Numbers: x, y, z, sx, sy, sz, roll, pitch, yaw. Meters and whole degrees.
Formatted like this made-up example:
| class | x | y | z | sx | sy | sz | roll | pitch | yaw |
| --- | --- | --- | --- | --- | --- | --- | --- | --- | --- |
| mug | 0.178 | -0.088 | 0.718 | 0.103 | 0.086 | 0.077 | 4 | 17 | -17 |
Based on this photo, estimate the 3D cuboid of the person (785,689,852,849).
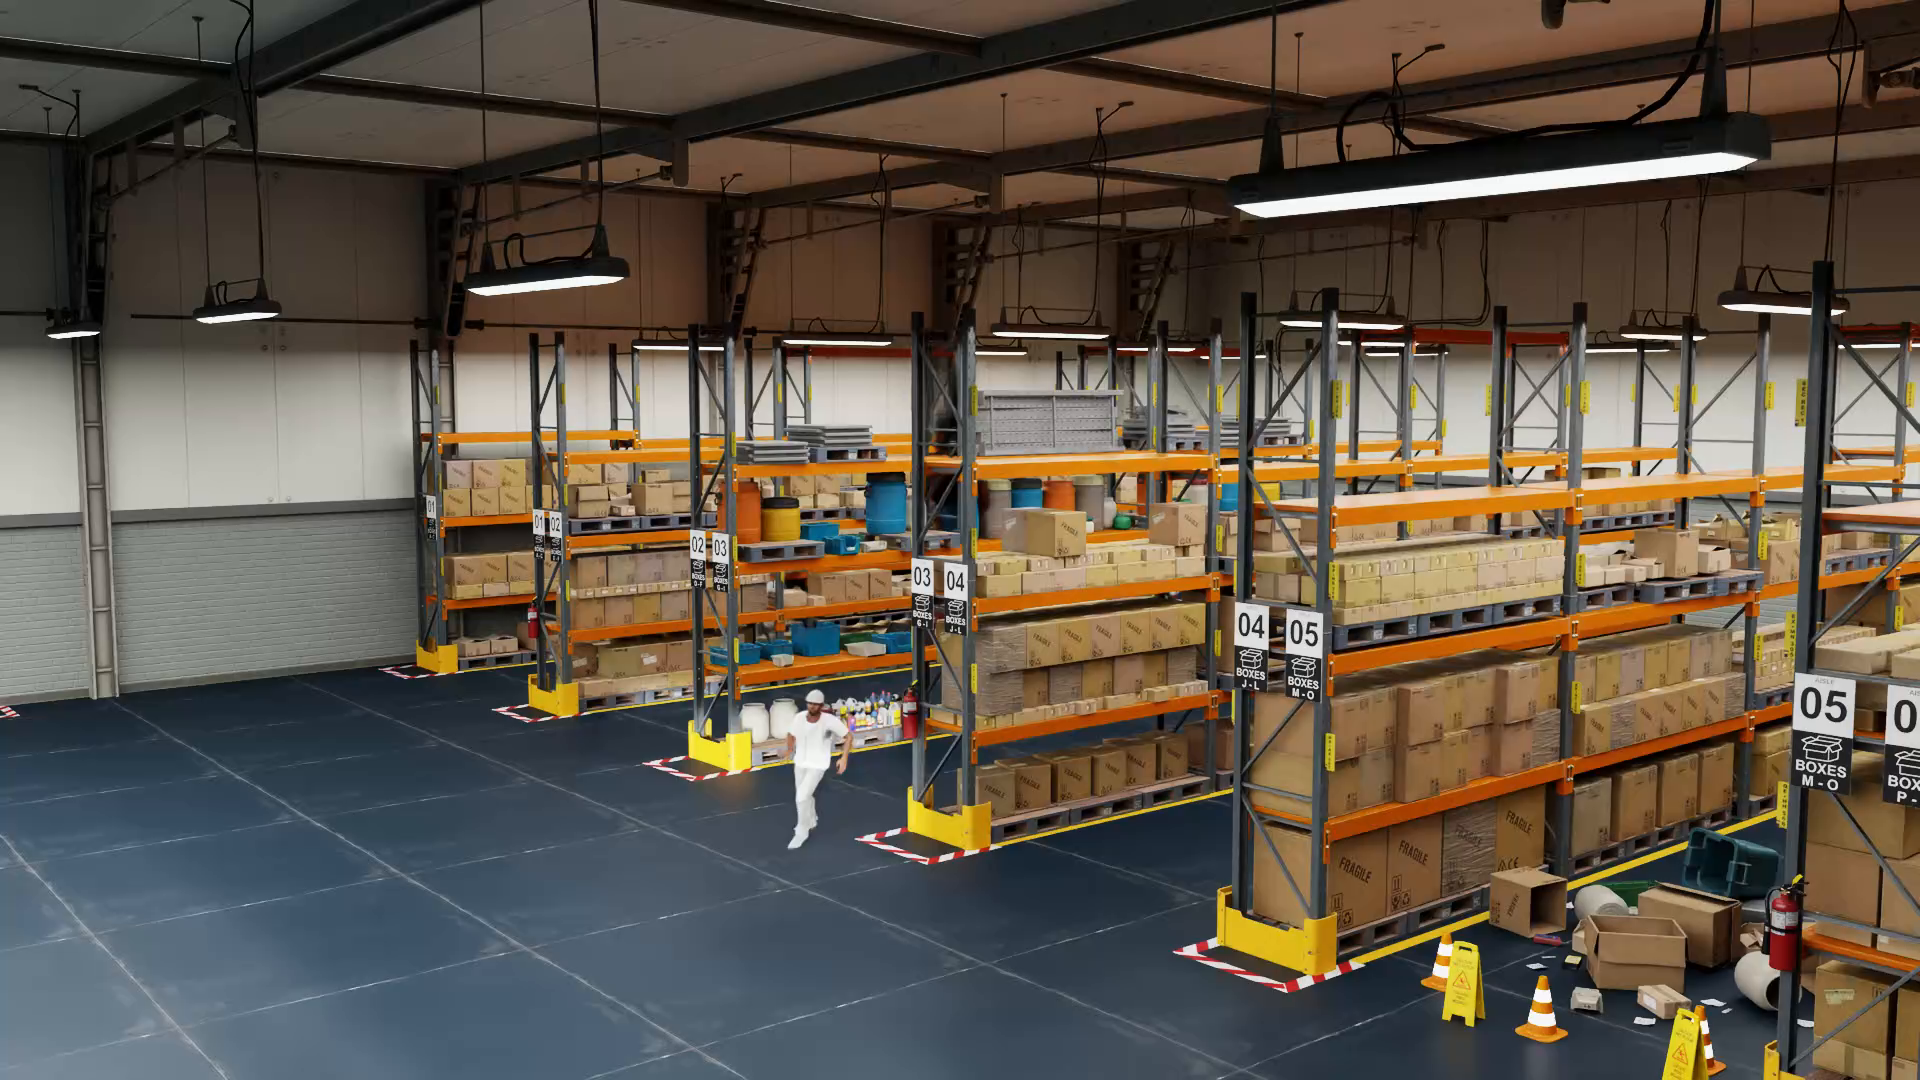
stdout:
| class | x | y | z | sx | sy | sz | roll | pitch | yaw |
| --- | --- | --- | --- | --- | --- | --- | --- | --- | --- |
| person | -1.633 | 2.568 | 18.746 | 0.763 | 1.806 | 0.673 | 3 | 6 | 31 |

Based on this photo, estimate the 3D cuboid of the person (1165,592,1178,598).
| class | x | y | z | sx | sy | sz | roll | pitch | yaw |
| --- | --- | --- | --- | --- | --- | --- | --- | --- | --- |
| person | 3.834 | 1.419 | 31.600 | 0.530 | 1.659 | 0.604 | -4 | 7 | -38 |

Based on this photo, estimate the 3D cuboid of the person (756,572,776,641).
| class | x | y | z | sx | sy | sz | roll | pitch | yaw |
| --- | --- | --- | --- | --- | --- | --- | --- | --- | --- |
| person | -3.623 | 1.393 | 31.043 | 1.046 | 1.802 | 0.705 | -4 | 7 | -37 |
